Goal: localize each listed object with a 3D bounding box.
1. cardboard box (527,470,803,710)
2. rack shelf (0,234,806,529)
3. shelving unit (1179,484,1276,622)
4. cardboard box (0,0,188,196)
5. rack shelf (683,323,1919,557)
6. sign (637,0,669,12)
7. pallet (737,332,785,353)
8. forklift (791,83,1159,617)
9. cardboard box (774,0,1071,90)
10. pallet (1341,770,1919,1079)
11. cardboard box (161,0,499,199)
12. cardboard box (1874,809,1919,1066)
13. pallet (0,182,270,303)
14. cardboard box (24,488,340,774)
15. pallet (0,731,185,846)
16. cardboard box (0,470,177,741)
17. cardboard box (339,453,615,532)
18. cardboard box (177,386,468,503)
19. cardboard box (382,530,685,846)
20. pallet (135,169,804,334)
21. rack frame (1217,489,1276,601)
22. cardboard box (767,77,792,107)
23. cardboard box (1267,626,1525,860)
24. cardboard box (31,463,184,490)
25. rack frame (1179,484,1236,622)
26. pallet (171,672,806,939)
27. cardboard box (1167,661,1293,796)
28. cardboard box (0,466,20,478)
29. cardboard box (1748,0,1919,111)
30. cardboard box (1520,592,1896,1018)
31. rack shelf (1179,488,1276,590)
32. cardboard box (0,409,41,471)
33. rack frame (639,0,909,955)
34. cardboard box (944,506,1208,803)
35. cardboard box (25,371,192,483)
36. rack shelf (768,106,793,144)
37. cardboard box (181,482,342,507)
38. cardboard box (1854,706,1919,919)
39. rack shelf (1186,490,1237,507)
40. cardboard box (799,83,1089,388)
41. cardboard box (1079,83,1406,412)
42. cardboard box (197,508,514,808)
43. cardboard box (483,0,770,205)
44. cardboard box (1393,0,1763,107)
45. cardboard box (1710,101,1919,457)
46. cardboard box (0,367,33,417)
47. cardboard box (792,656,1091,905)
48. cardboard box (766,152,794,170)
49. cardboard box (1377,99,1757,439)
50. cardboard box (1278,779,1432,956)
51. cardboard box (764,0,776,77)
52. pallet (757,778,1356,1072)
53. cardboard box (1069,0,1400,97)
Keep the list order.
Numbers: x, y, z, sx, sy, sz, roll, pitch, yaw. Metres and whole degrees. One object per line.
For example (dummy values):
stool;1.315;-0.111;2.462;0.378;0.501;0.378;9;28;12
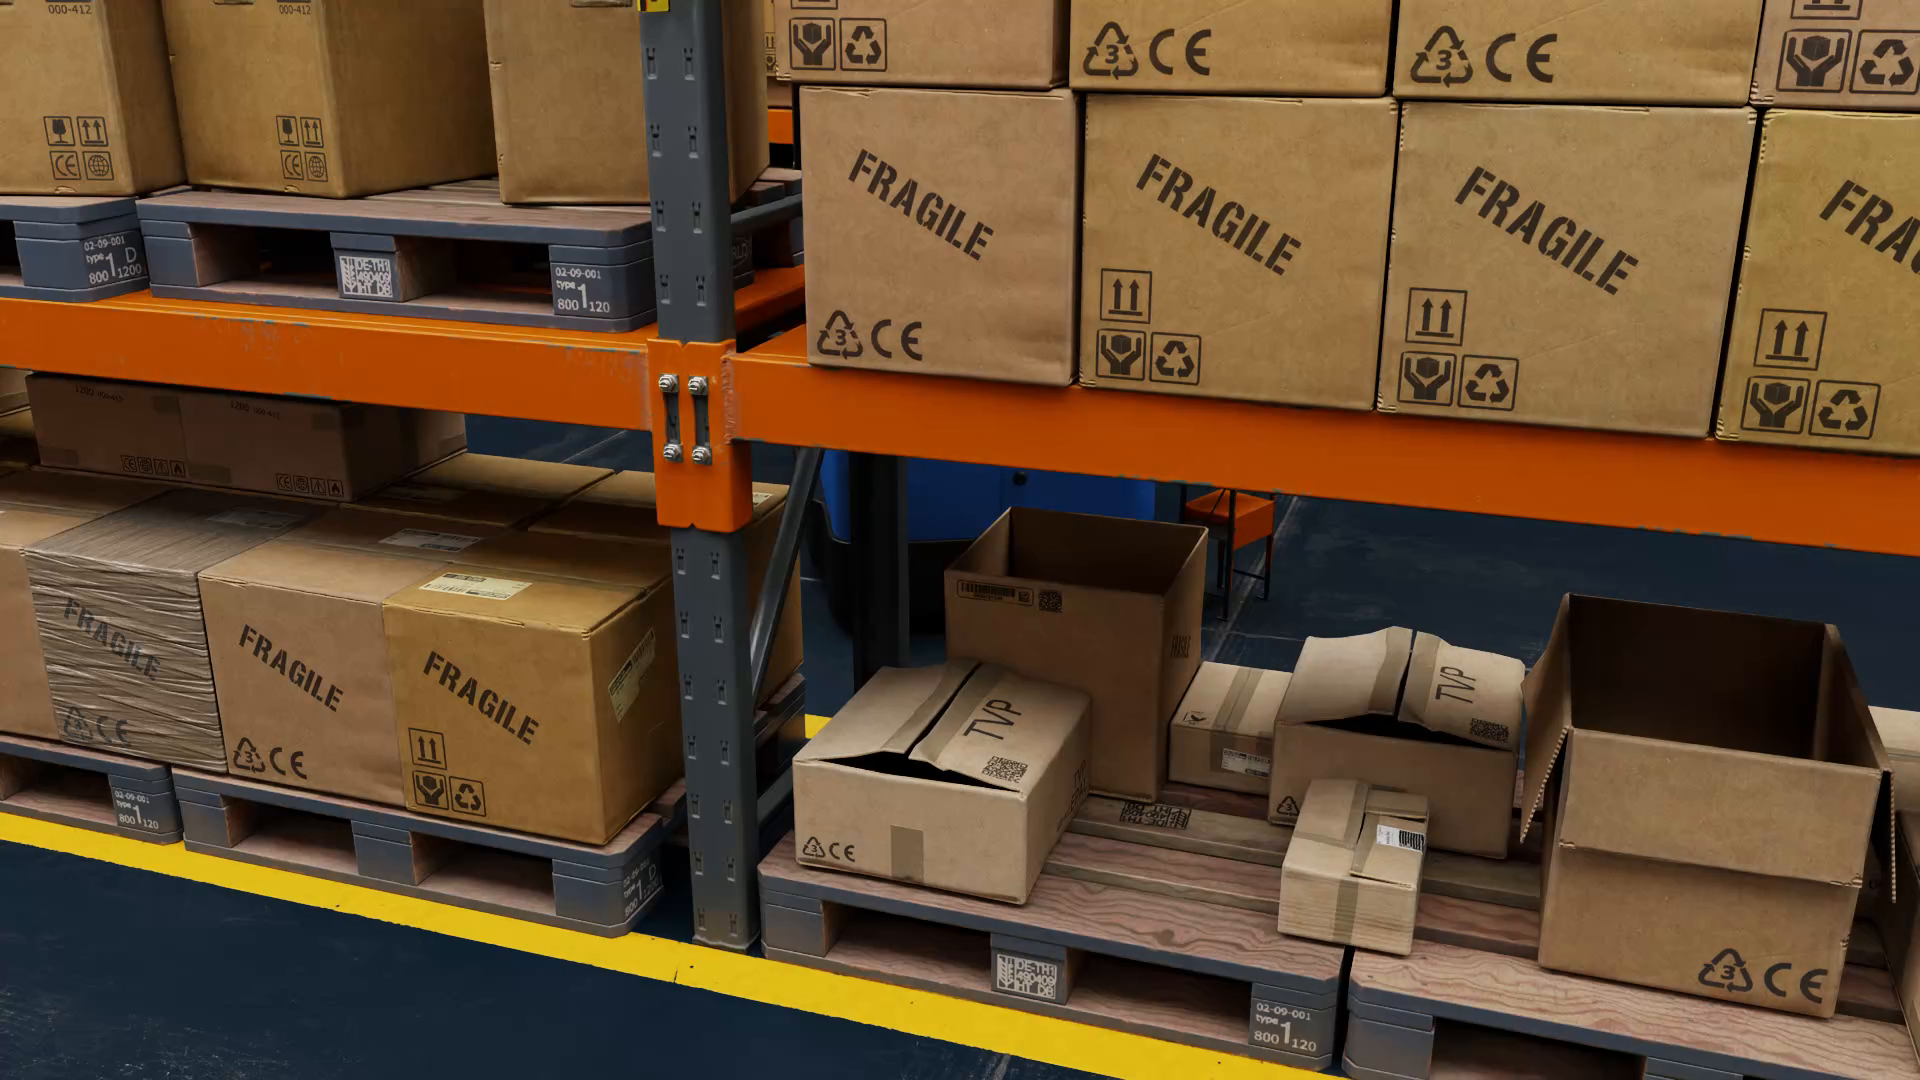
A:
cardboard box;-0.729;0.150;4.218;0.500;0.500;0.500;6;20;16
rack shelf;-2.241;-0.571;4.250;4.000;0.370;1.077;7;20;18
shelving unit;0.865;-0.286;5.303;0.215;1.050;0.252;16;25;39
cardboard box;-2.041;-1.112;3.919;0.500;0.500;0.700;1;19;4
rack shelf;1.538;-0.139;3.010;4.000;0.370;1.077;7;20;18
sign;-0.530;-1.068;2.825;0.005;0.325;0.100;7;20;18
pallet;-0.639;-1.110;8.939;1.213;0.211;1.003;7;20;18
forklift;-0.091;-1.589;6.181;1.130;2.935;3.031;-3;19;-8
cardboard box;0.001;-1.076;2.934;0.500;0.500;0.500;7;20;19
pallet;1.453;0.828;3.381;1.213;0.211;1.003;7;20;18
cardboard box;-1.396;-1.115;3.929;0.500;0.500;0.700;10;22;27
cardboard box;1.945;0.734;2.922;0.500;0.250;0.500;7;20;18
pallet;-2.292;-0.827;4.184;1.213;0.211;1.003;7;20;18
cardboard box;-1.850;0.203;4.065;0.500;0.500;0.500;7;20;19
pallet;-2.289;0.415;4.566;1.213;0.211;1.003;7;20;18
cardboard box;-2.331;0.149;4.220;0.500;0.500;0.500;6;20;16
cardboard box;-1.236;0.096;4.373;0.500;0.500;0.500;7;20;19
cardboard box;-1.673;-0.312;4.405;0.500;0.250;0.500;7;20;18
cardboard box;-0.912;0.314;3.748;0.500;0.500;0.500;6;20;18
pallet;-1.071;-0.724;3.888;1.213;0.211;1.003;7;20;18
rack frame;0.946;-0.316;5.389;0.200;1.050;0.008;16;25;39
cardboard box;-0.820;-2.288;8.435;0.250;0.149;0.380;7;20;18
cardboard box;0.988;0.422;3.726;0.500;0.311;0.500;7;20;18
cardboard box;-2.183;-0.015;4.692;0.500;0.500;0.500;6;20;16
rack frame;0.784;-0.256;5.217;0.200;1.050;0.008;16;25;39
pallet;-1.132;0.546;4.189;1.213;0.211;1.003;7;20;18
cardboard box;0.654;0.439;3.922;0.250;0.149;0.380;7;20;18
cardboard box;-2.825;0.094;4.377;0.500;0.500;0.500;6;20;17
cardboard box;1.462;-0.909;2.455;0.500;0.500;0.500;7;20;20
cardboard box;1.425;0.478;3.273;0.637;0.503;0.797;7;20;18
rack shelf;0.865;-0.014;5.398;0.215;0.259;0.240;16;25;39
cardboard box;-2.681;-0.070;4.849;0.500;0.500;0.500;6;20;16
rack frame;-0.352;-0.695;3.512;0.127;3.000;1.000;7;20;18
cardboard box;0.280;0.251;3.927;0.500;0.500;0.500;7;20;18
cardboard box;-2.147;-0.366;4.560;0.500;0.250;0.500;6;20;17
rack shelf;-0.619;-2.112;8.670;4.000;0.370;1.077;7;20;18
cardboard box;-1.706;0.039;4.535;0.500;0.500;0.500;7;20;19
cardboard box;2.062;0.573;3.384;0.500;0.250;0.500;7;20;18
rack shelf;0.865;-0.276;5.306;0.215;0.259;0.240;16;25;39
cardboard box;0.040;-0.602;3.094;0.500;0.500;0.500;7;20;19
cardboard box;0.525;-0.548;2.939;0.500;0.500;0.500;7;20;19
cardboard box;-1.376;0.258;3.909;0.500;0.500;0.500;7;20;18
cardboard box;-0.726;-1.061;3.773;0.500;0.500;0.700;0;19;0
cardboard box;0.974;-0.964;2.615;0.500;0.500;0.500;6;20;16
cardboard box;1.478;-0.439;2.625;0.500;0.500;0.500;6;20;17
cardboard box;-3.115;-0.475;4.873;0.500;0.250;0.500;7;21;20
cardboard box;-0.026;0.480;3.559;0.500;0.311;0.500;7;20;18
cardboard box;-1.031;-1.634;8.834;0.750;0.750;0.750;6;20;18
cardboard box;0.997;-0.493;2.782;0.500;0.500;0.500;6;20;18
cardboard box;0.794;0.638;3.324;0.250;0.166;0.380;7;20;18
cardboard box;-0.679;-2.565;8.244;0.500;0.500;0.500;7;20;20
pallet;0.297;0.697;3.757;1.213;0.211;1.003;7;20;18
cardboard box;0.489;-1.020;2.774;0.500;0.500;0.500;6;20;16
